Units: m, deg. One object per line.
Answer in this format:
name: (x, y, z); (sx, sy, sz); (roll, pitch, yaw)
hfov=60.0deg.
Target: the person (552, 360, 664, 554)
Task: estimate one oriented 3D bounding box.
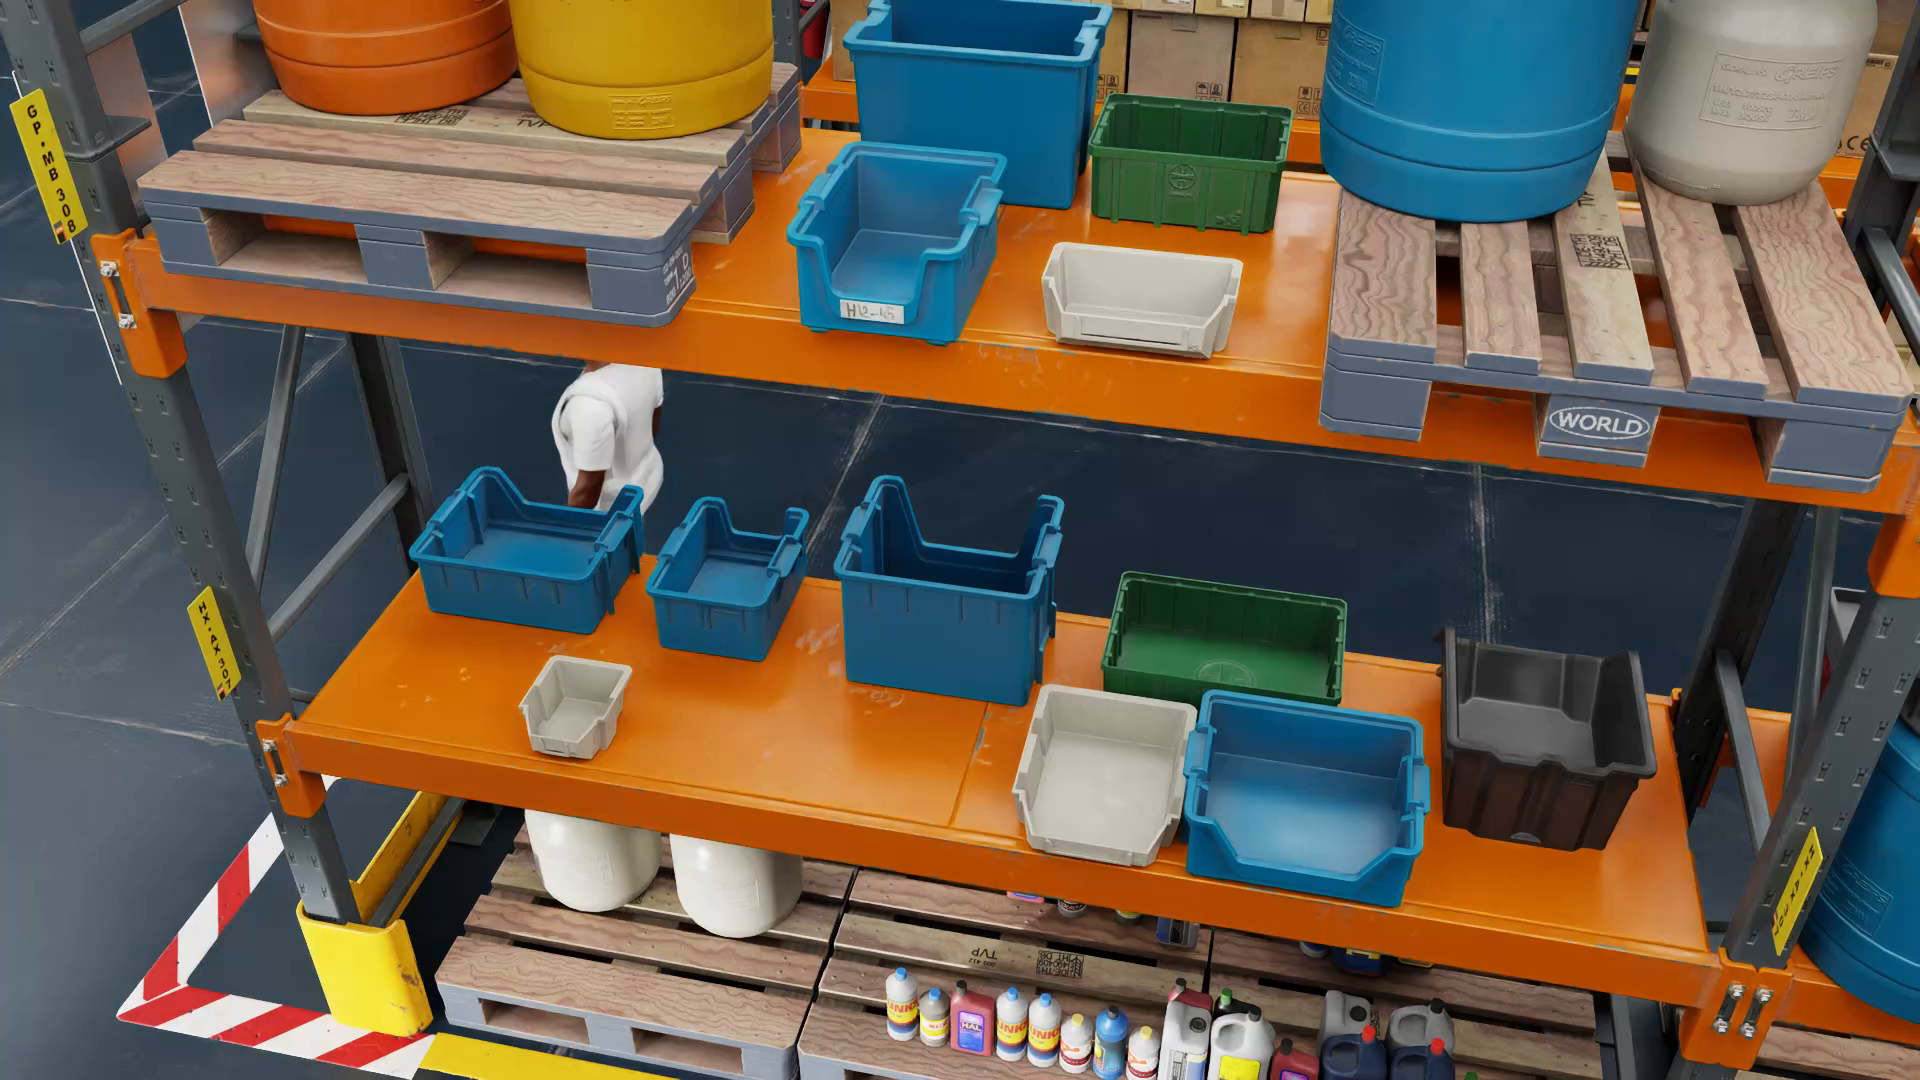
person: (-1.333, -0.138, 6.398); (0.373, 1.832, 0.654); (7, 37, 10)
